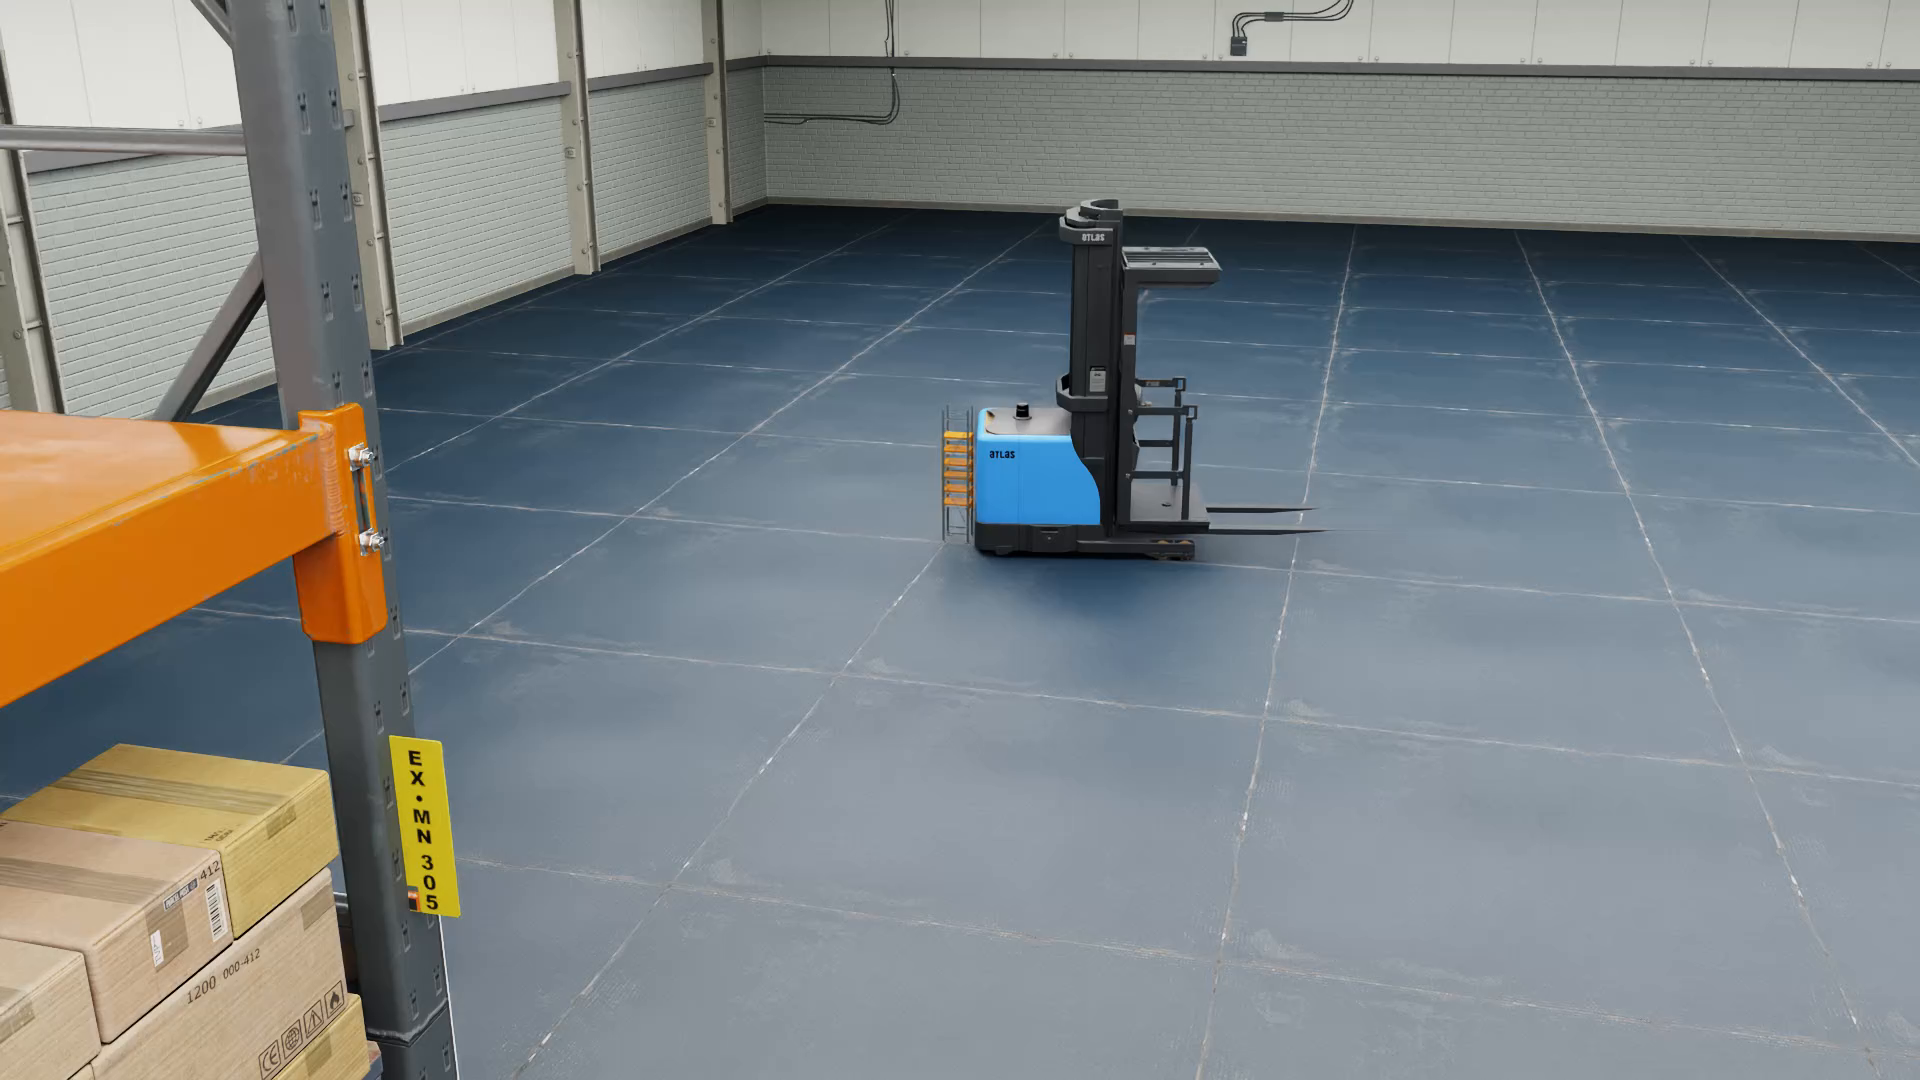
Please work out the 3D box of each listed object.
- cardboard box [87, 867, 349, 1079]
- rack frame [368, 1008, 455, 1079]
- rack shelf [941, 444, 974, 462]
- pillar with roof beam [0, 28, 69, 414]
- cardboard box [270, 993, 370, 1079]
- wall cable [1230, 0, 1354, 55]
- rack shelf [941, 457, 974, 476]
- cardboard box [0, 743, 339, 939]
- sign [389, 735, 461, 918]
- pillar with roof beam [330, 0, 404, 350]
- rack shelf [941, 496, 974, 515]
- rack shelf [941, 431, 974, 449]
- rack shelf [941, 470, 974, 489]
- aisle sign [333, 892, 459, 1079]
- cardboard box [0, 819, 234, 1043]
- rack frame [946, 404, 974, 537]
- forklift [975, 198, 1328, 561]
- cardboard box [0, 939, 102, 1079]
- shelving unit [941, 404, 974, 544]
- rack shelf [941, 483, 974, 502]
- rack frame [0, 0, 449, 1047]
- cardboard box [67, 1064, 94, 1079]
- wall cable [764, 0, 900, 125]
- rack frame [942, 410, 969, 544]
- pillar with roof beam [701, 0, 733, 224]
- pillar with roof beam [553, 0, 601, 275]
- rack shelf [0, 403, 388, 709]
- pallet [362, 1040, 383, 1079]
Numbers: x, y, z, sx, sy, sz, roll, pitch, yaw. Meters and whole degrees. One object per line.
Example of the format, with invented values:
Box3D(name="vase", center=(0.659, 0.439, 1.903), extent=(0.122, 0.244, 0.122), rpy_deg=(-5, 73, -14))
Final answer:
Box3D(name="cardboard box", center=(-1.262, 0.672, 2.408), extent=(0.500, 0.250, 0.500), rpy_deg=(5, 19, 14))
Box3D(name="rack frame", center=(-1.414, 2.231, 3.514), extent=(1.000, 3.000, 0.127), rpy_deg=(5, 19, 13))
Box3D(name="rack shelf", center=(-0.019, -0.756, 14.440), extent=(0.258, 0.103, 0.180), rpy_deg=(4, 19, 11))
Box3D(name="pillar with roof beam", center=(-4.990, -4.632, 14.326), extent=(9.100, 9.000, 0.400), rpy_deg=(5, 19, 13))
Box3D(name="cardboard box", center=(-1.166, 0.816, 2.602), extent=(0.380, 0.149, 0.250), rpy_deg=(5, 19, 13))
Box3D(name="wall cable", center=(6.437, -12.287, 31.477), extent=(2.305, 6.003, 0.169), rpy_deg=(5, 19, 13))
Box3D(name="rack shelf", center=(-0.019, -0.643, 14.478), extent=(0.258, 0.103, 0.180), rpy_deg=(4, 19, 11))
Box3D(name="cardboard box", center=(-1.167, 0.440, 2.469), extent=(0.380, 0.149, 0.250), rpy_deg=(5, 19, 14))
Box3D(name="sign", center=(-0.891, 0.478, 2.761), extent=(0.100, 0.325, 0.005), rpy_deg=(5, 19, 13))
Box3D(name="pillar with roof beam", center=(-3.524, -6.512, 19.832), extent=(9.100, 9.000, 0.400), rpy_deg=(5, 19, 13))
Box3D(name="rack shelf", center=(-0.019, -0.302, 14.595), extent=(0.258, 0.103, 0.180), rpy_deg=(4, 19, 11))
Box3D(name="rack shelf", center=(-0.019, -0.870, 14.401), extent=(0.258, 0.103, 0.180), rpy_deg=(4, 19, 11))
Box3D(name="rack shelf", center=(-0.019, -0.529, 14.517), extent=(0.258, 0.103, 0.180), rpy_deg=(4, 19, 11))
Box3D(name="aisle sign", center=(-1.105, 1.003, 3.090), extent=(0.394, 0.787, 0.004), rpy_deg=(5, 19, 13))
Box3D(name="cardboard box", center=(-1.229, 0.518, 2.241), extent=(0.380, 0.149, 0.250), rpy_deg=(5, 19, 14))
Box3D(name="rack frame", center=(-0.001, -0.600, 14.588), extent=(0.240, 1.200, 0.006), rpy_deg=(4, 19, 11))
Box3D(name="forklift", center=(1.656, -1.385, 14.209), extent=(3.031, 2.935, 1.130), rpy_deg=(1, 19, 2))
Box3D(name="cardboard box", center=(-1.292, 0.598, 2.005), extent=(0.380, 0.149, 0.250), rpy_deg=(5, 19, 14))
Box3D(name="shelving unit", center=(-0.019, -0.571, 14.503), extent=(0.258, 1.200, 0.189), rpy_deg=(4, 19, 11))
Box3D(name="rack shelf", center=(-0.019, -0.415, 14.556), extent=(0.258, 0.103, 0.180), rpy_deg=(4, 19, 11))
Box3D(name="rack frame", center=(-1.414, -0.608, 2.544), extent=(1.000, 3.000, 0.127), rpy_deg=(5, 19, 13))
Box3D(name="cardboard box", center=(-1.385, 0.828, 1.949), extent=(0.500, 0.250, 0.500), rpy_deg=(5, 19, 13))
Box3D(name="wall cable", center=(-2.765, -9.963, 34.739), extent=(3.097, 2.526, 0.112), rpy_deg=(5, 19, 13))
Box3D(name="rack frame", center=(-0.038, -0.542, 14.418), extent=(0.240, 1.200, 0.006), rpy_deg=(4, 19, 11))
Box3D(name="pillar with roof beam", center=(-0.592, -10.274, 30.844), extent=(9.100, 9.000, 0.400), rpy_deg=(5, 19, 13))
Box3D(name="pillar with roof beam", center=(-2.058, -8.393, 25.338), extent=(9.100, 9.000, 0.400), rpy_deg=(5, 19, 13))
Box3D(name="rack shelf", center=(-1.902, 0.549, 0.890), extent=(1.077, 0.370, 4.000), rpy_deg=(5, 19, 13))
Box3D(name="pallet", center=(-1.585, 1.087, 2.360), extent=(1.003, 0.211, 1.213), rpy_deg=(5, 19, 13))
